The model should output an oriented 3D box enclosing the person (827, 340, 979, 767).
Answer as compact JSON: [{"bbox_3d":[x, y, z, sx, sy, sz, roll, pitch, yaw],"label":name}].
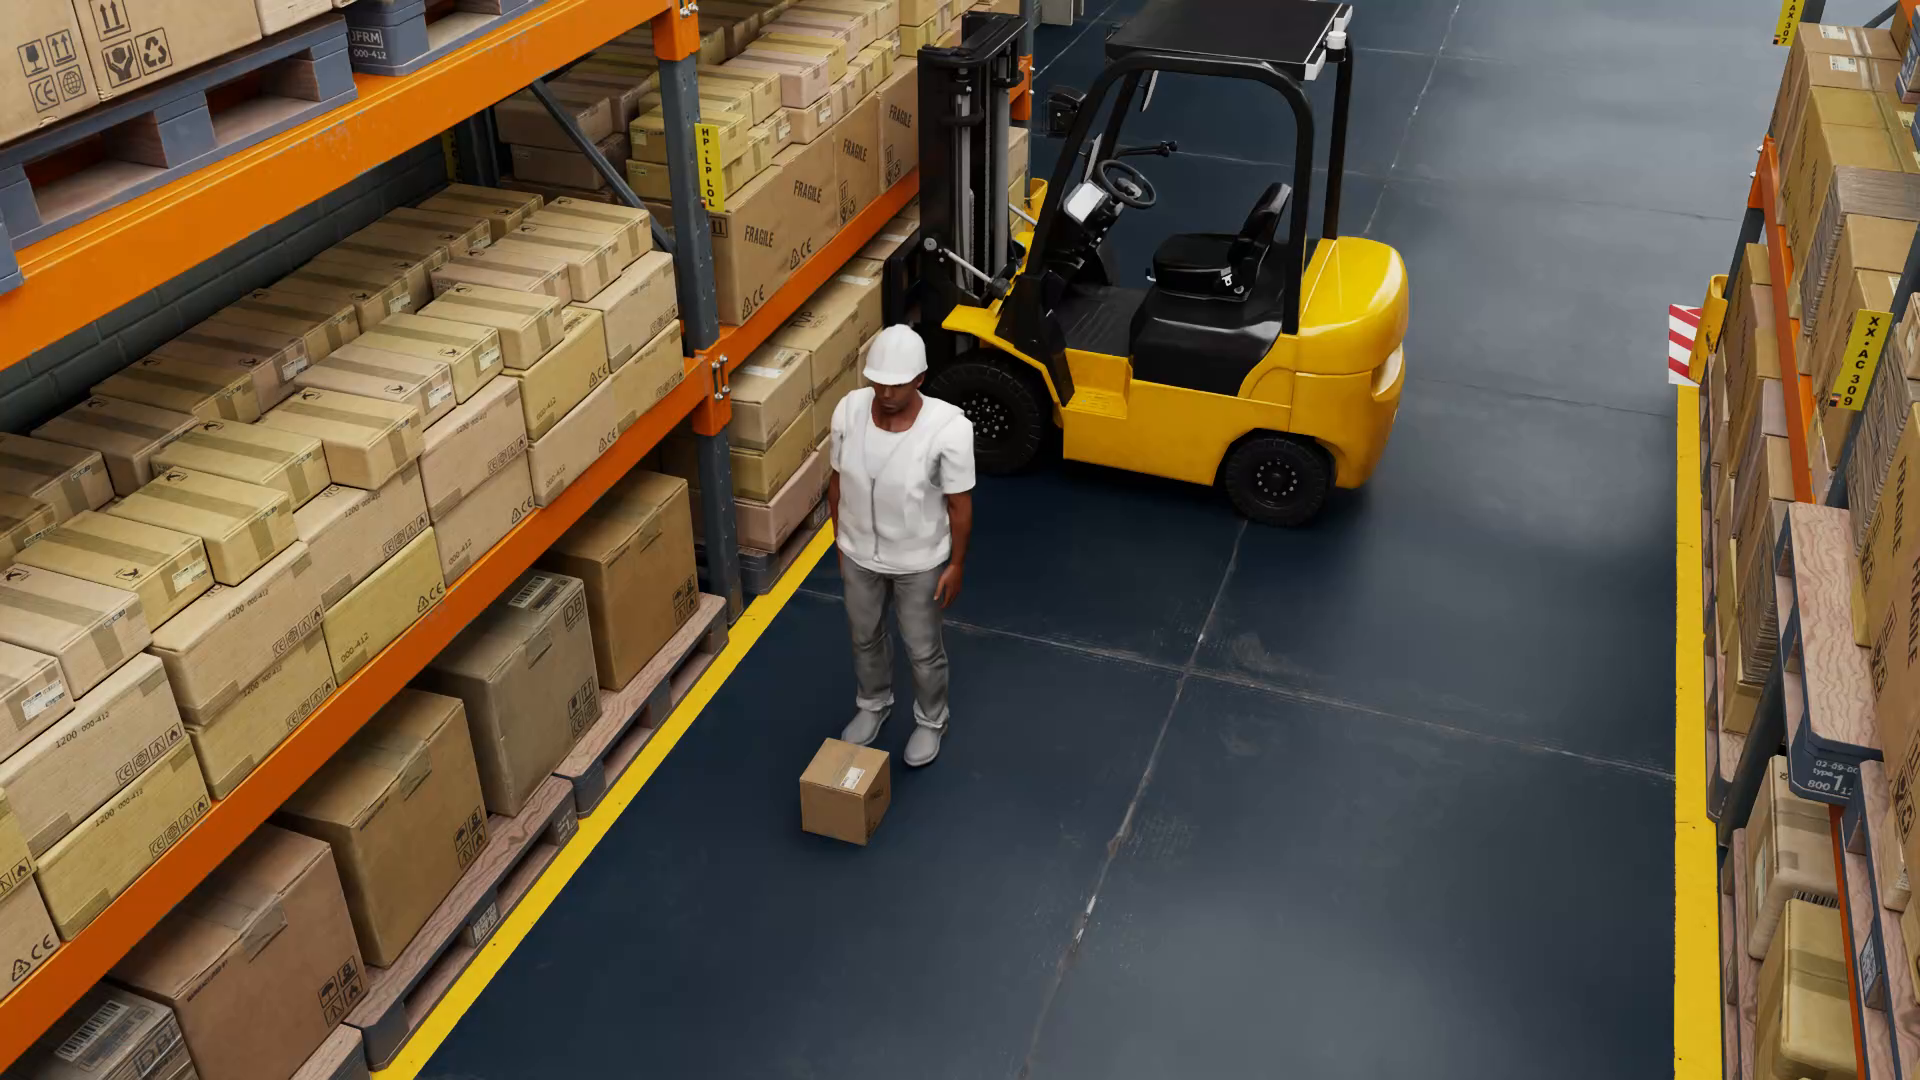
[{"bbox_3d":[-0.222,0.054,6.056,0.578,1.744,0.396,13,35,19],"label":"person"}]
